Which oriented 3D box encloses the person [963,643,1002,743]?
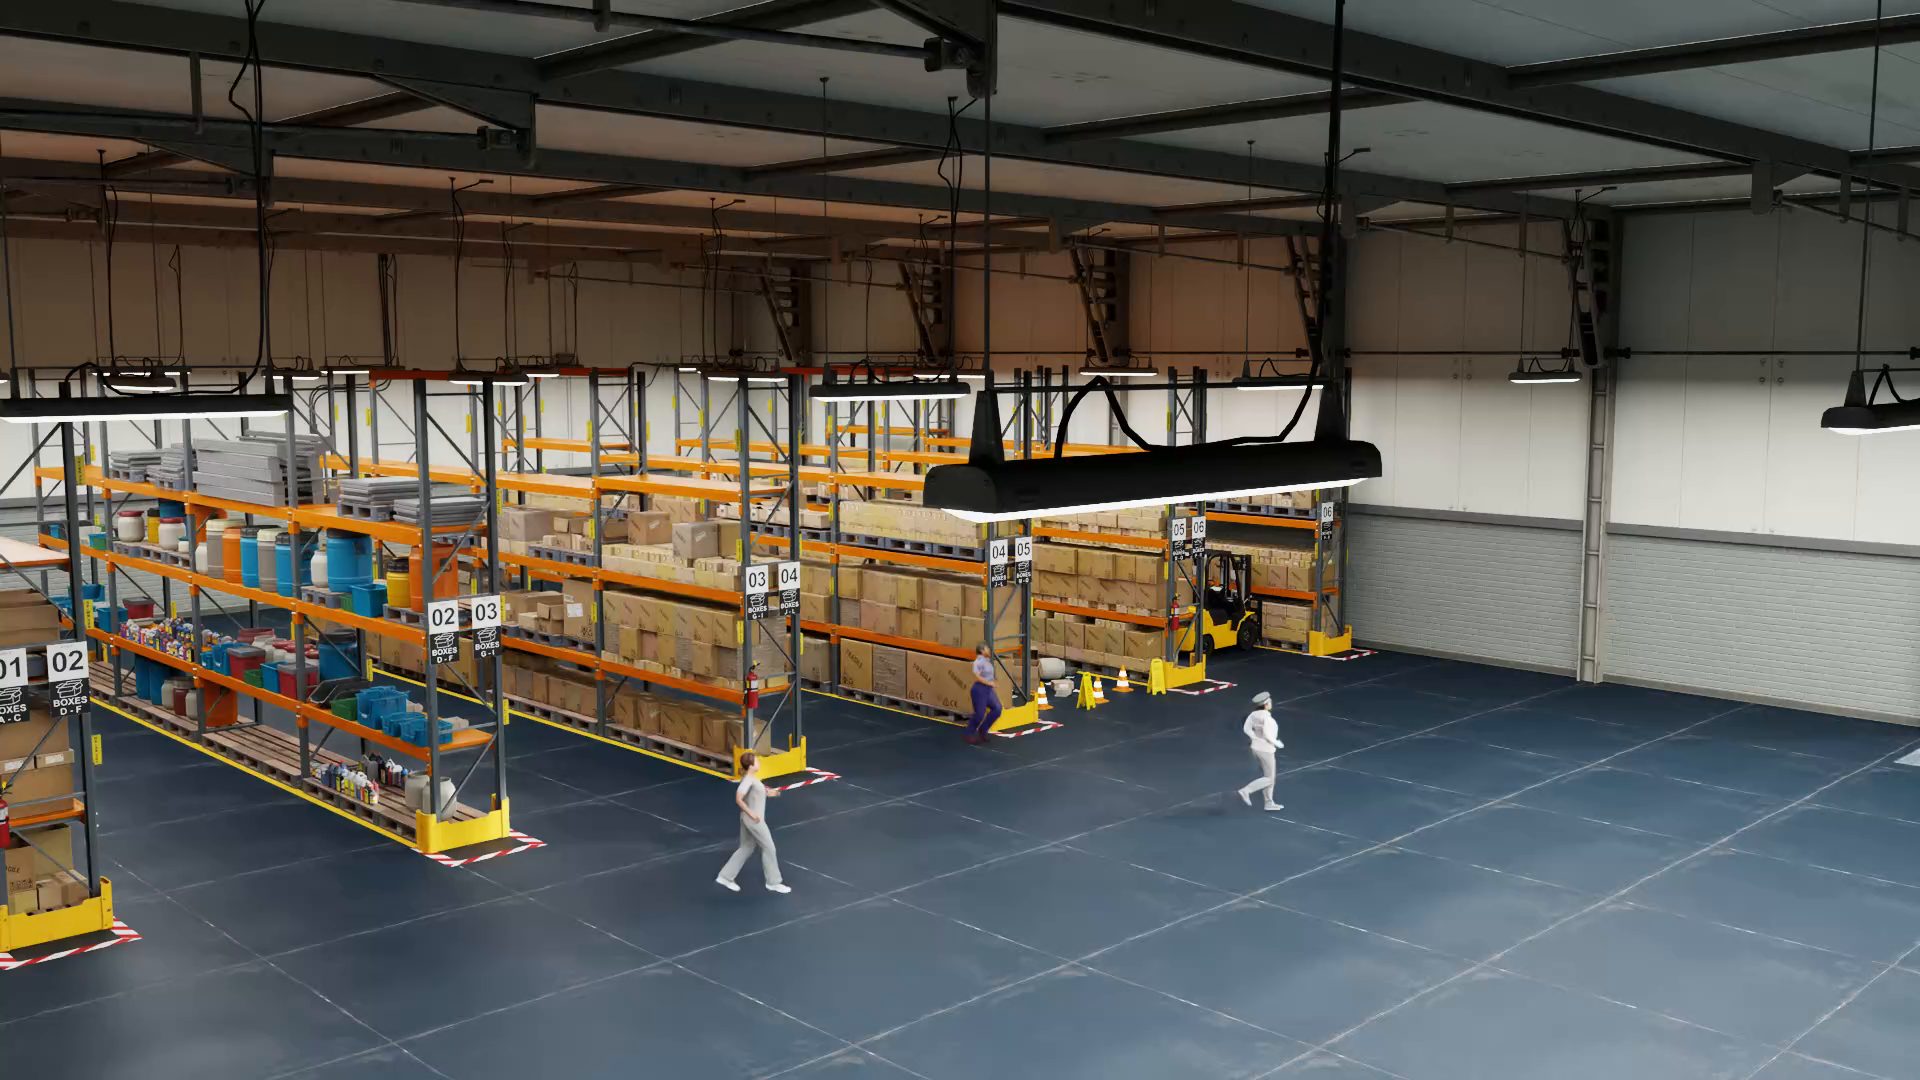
[{"bbox_3d":[0.392,2.495,27.074,0.601,1.600,0.667,2,7,21],"label":"person"}]

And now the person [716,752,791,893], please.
[{"bbox_3d":[-2.415,3.294,19.350,0.870,1.686,0.562,-2,7,-18],"label":"person"}]

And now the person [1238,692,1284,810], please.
[{"bbox_3d":[4.133,2.923,22.925,0.720,1.658,0.611,-2,7,-20],"label":"person"}]

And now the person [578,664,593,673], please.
[{"bbox_3d":[-7.172,1.866,32.092,0.638,1.683,0.638,6,9,41],"label":"person"}]
